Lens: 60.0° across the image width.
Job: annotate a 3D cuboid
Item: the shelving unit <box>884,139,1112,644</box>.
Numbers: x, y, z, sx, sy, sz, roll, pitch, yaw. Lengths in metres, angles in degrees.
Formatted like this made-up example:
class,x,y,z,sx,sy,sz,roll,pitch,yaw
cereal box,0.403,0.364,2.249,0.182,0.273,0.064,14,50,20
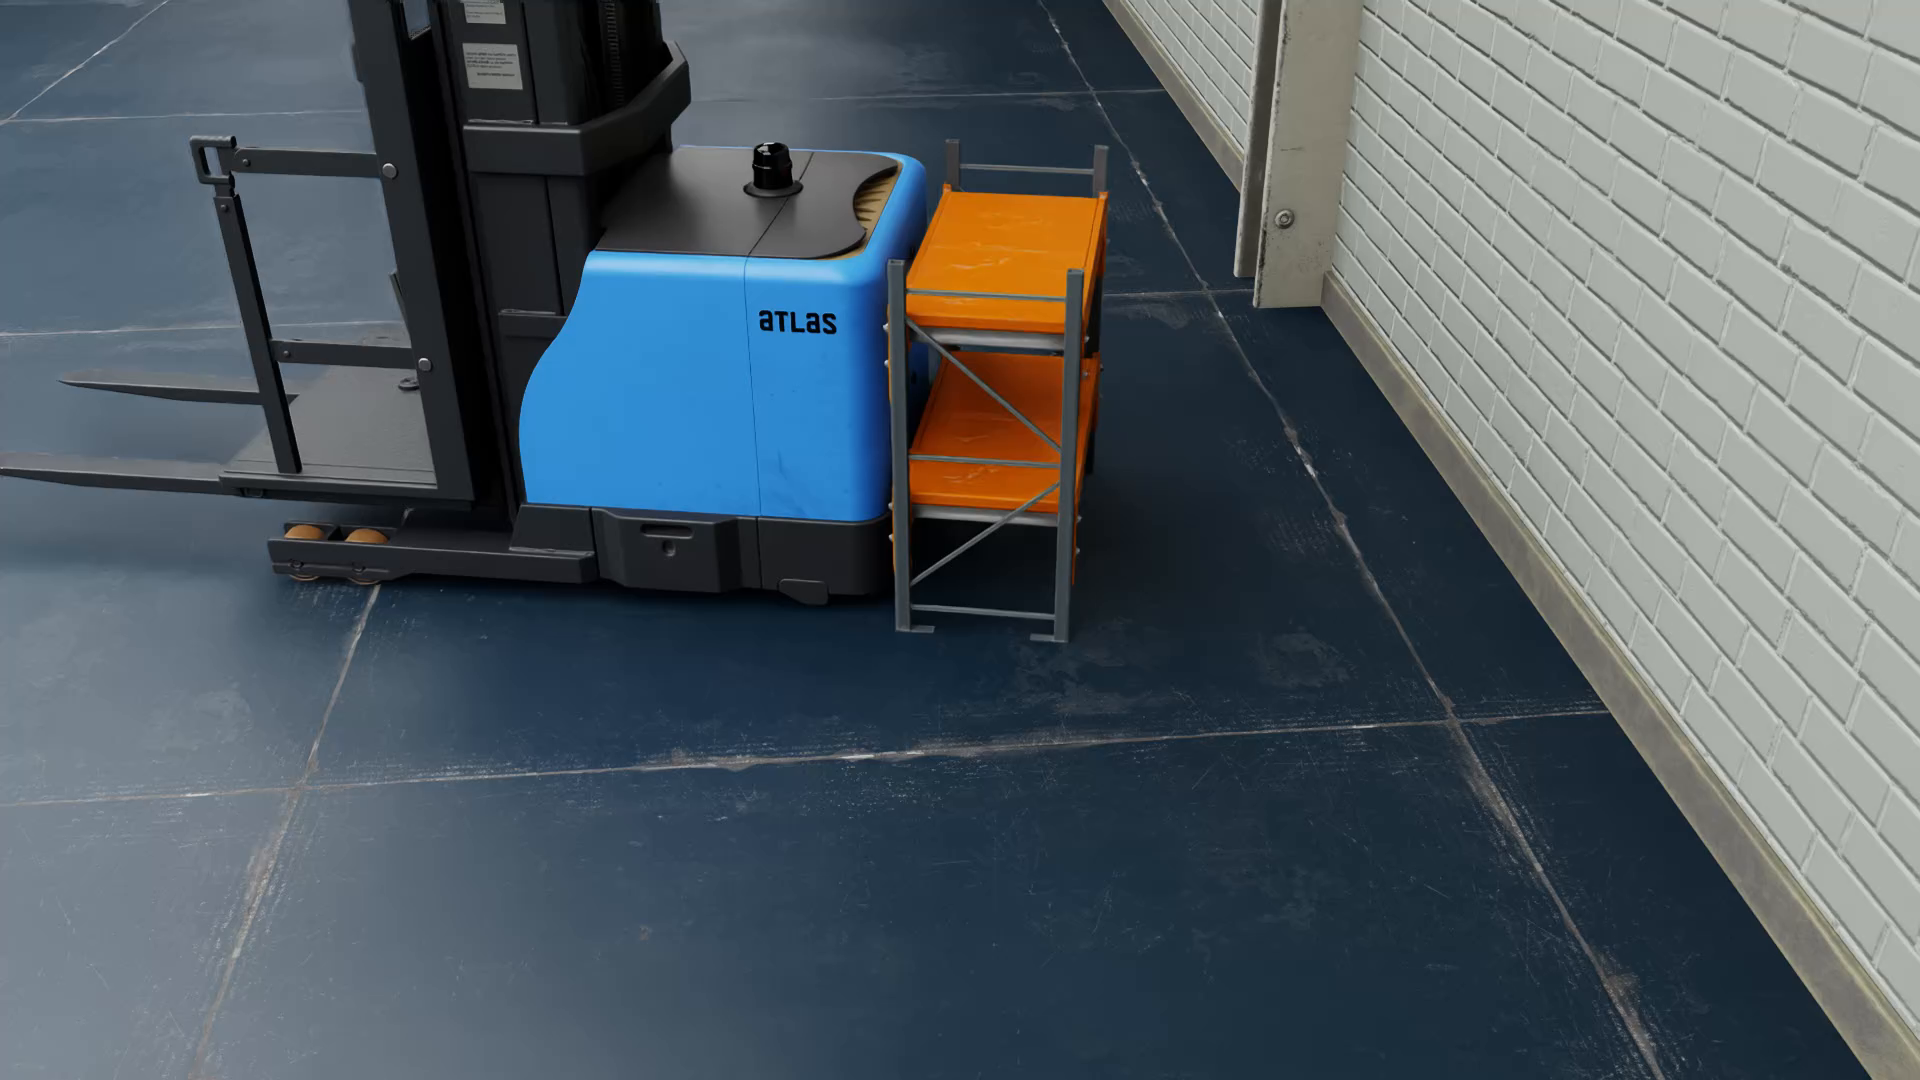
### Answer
class,x,y,z,sx,sy,sz,roll,pitch,yaw
shelving unit,0.134,-0.469,4.938,0.538,1.125,1.048,4,31,7

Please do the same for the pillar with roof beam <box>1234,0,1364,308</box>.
class,x,y,z,sx,sy,sz,roll,pitch,yaw
pillar with roof beam,-2.933,-4.720,4.377,9.100,9.000,0.400,-3,31,-5

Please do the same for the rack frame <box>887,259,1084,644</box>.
class,x,y,z,sx,sy,sz,roll,pitch,yaw
rack frame,0.065,-0.211,4.506,0.500,1.125,0.032,4,31,7

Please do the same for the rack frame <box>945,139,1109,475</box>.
class,x,y,z,sx,sy,sz,roll,pitch,yaw
rack frame,0.204,-0.727,5.370,0.500,1.125,0.032,4,31,7

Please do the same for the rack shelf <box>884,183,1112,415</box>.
class,x,y,z,sx,sy,sz,roll,pitch,yaw
rack shelf,0.134,-0.720,4.788,0.538,0.278,1.000,4,31,7

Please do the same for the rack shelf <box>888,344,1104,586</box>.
class,x,y,z,sx,sy,sz,roll,pitch,yaw
rack shelf,0.134,-0.259,5.063,0.538,0.278,1.000,4,31,7

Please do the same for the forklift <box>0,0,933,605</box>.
class,x,y,z,sx,sy,sz,roll,pitch,yaw
forklift,-1.645,-1.387,4.714,3.031,2.935,1.130,3,31,6
